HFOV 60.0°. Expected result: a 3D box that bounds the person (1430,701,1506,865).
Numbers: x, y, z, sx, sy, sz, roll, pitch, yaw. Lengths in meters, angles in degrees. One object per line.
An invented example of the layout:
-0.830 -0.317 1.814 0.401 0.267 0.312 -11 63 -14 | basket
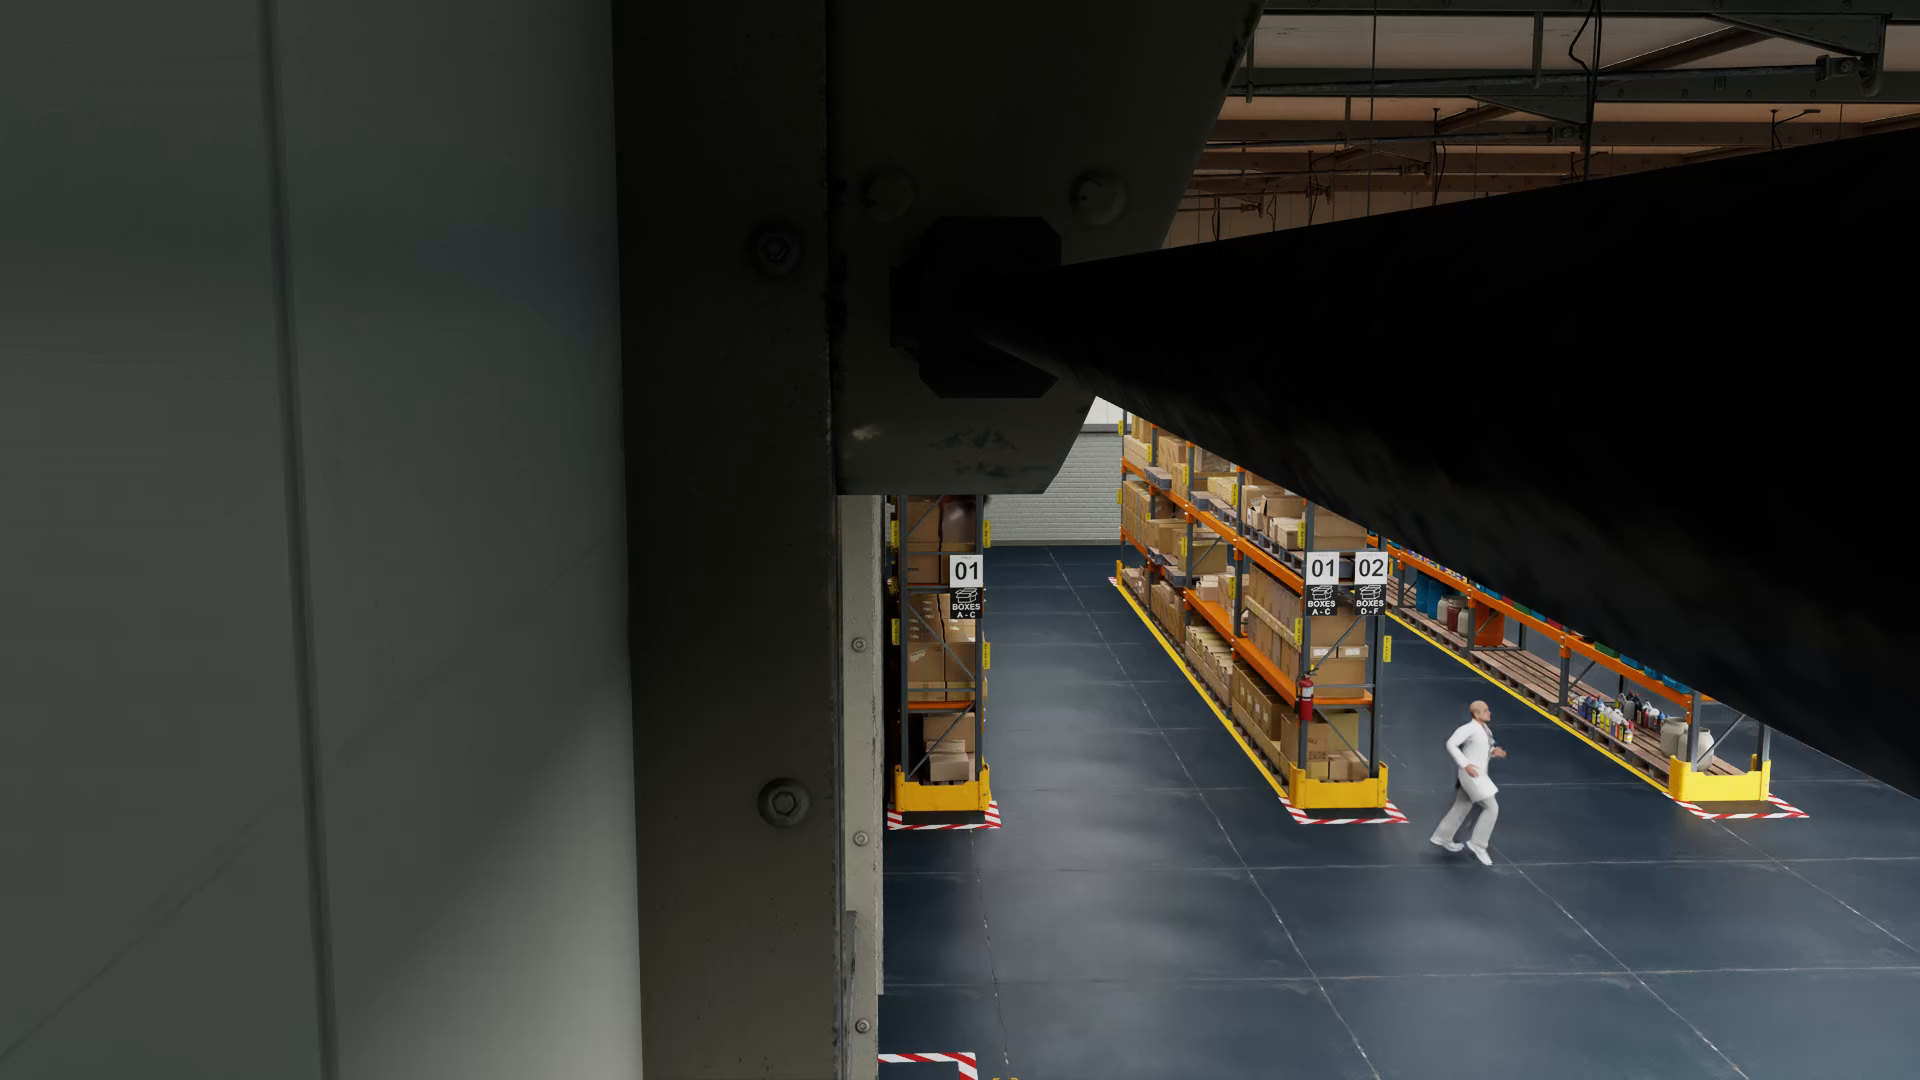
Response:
5.748 2.704 18.783 0.774 1.840 0.718 4 9 25 | person
